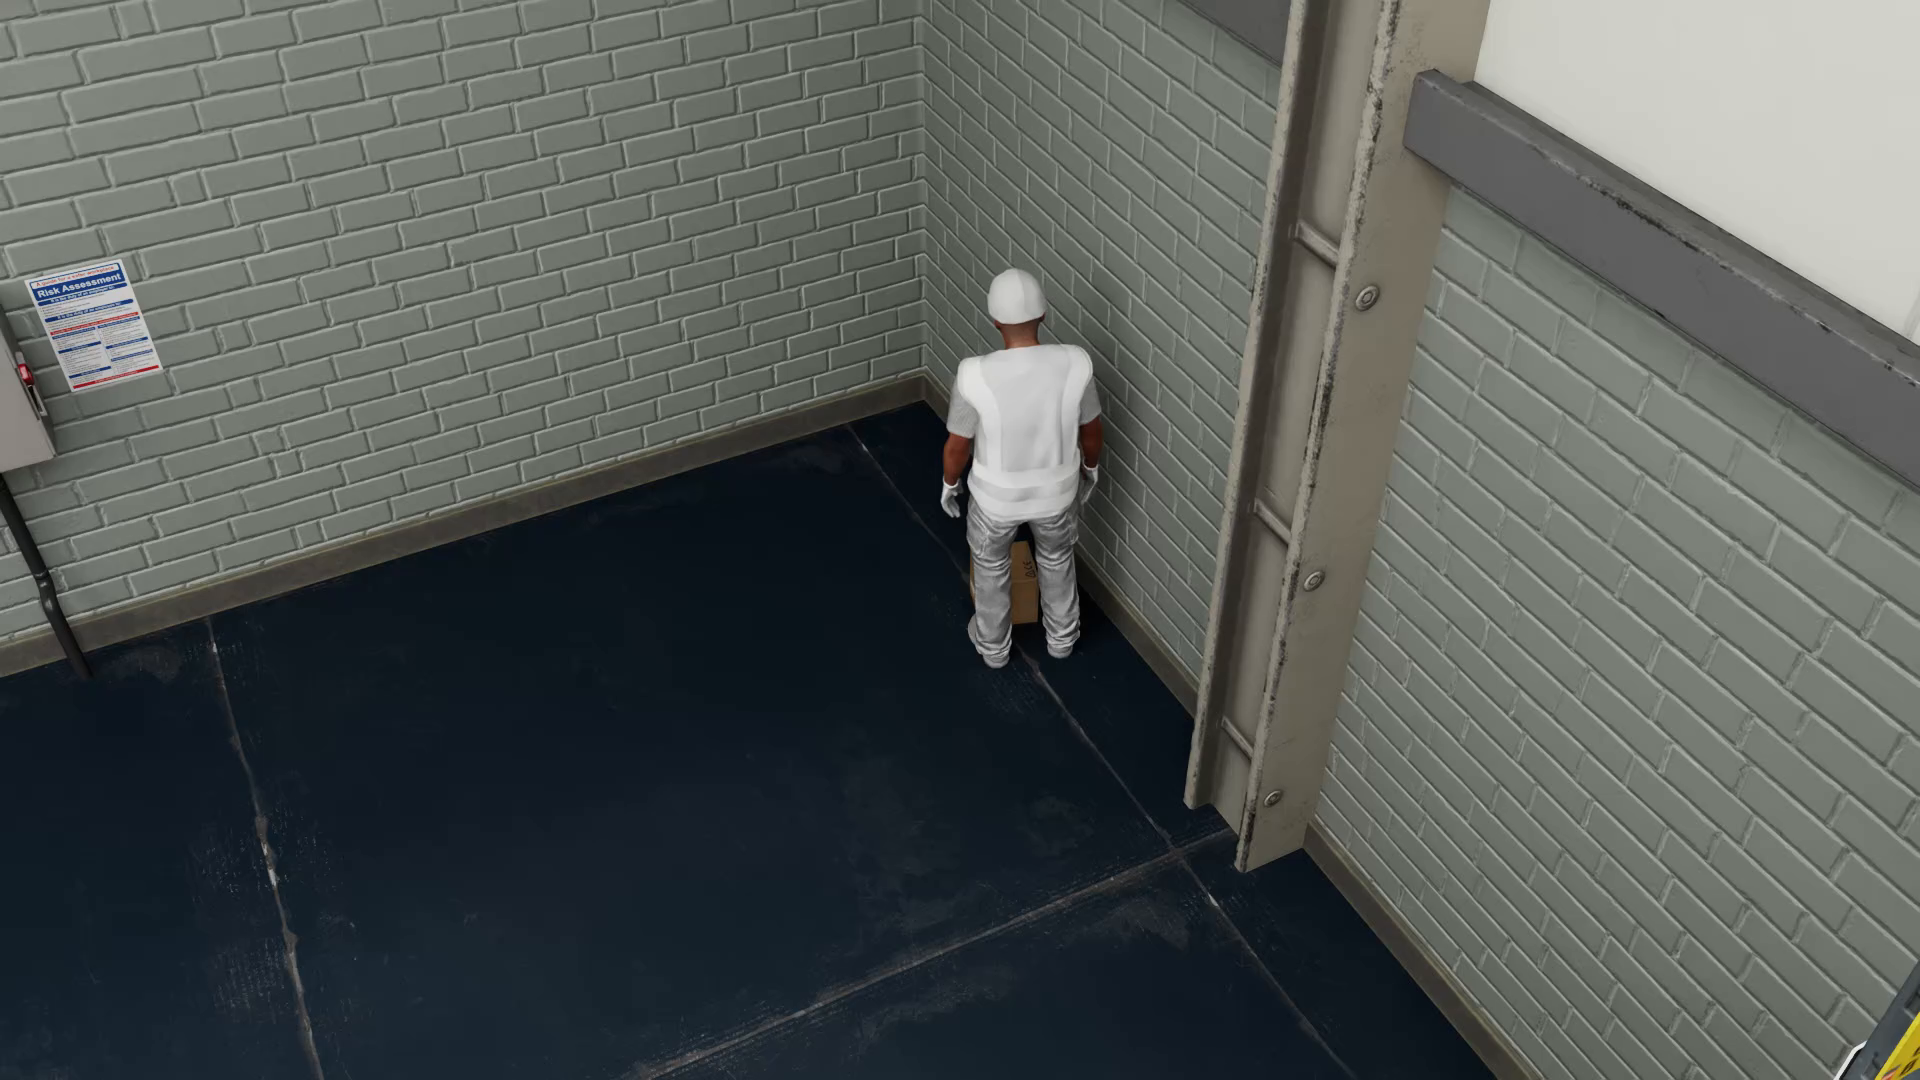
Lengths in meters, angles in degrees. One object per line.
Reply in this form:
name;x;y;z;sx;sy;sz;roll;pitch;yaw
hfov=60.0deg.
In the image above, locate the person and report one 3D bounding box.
person;0.244;-0.231;6.416;0.616;1.775;0.447;-5;41;-6
